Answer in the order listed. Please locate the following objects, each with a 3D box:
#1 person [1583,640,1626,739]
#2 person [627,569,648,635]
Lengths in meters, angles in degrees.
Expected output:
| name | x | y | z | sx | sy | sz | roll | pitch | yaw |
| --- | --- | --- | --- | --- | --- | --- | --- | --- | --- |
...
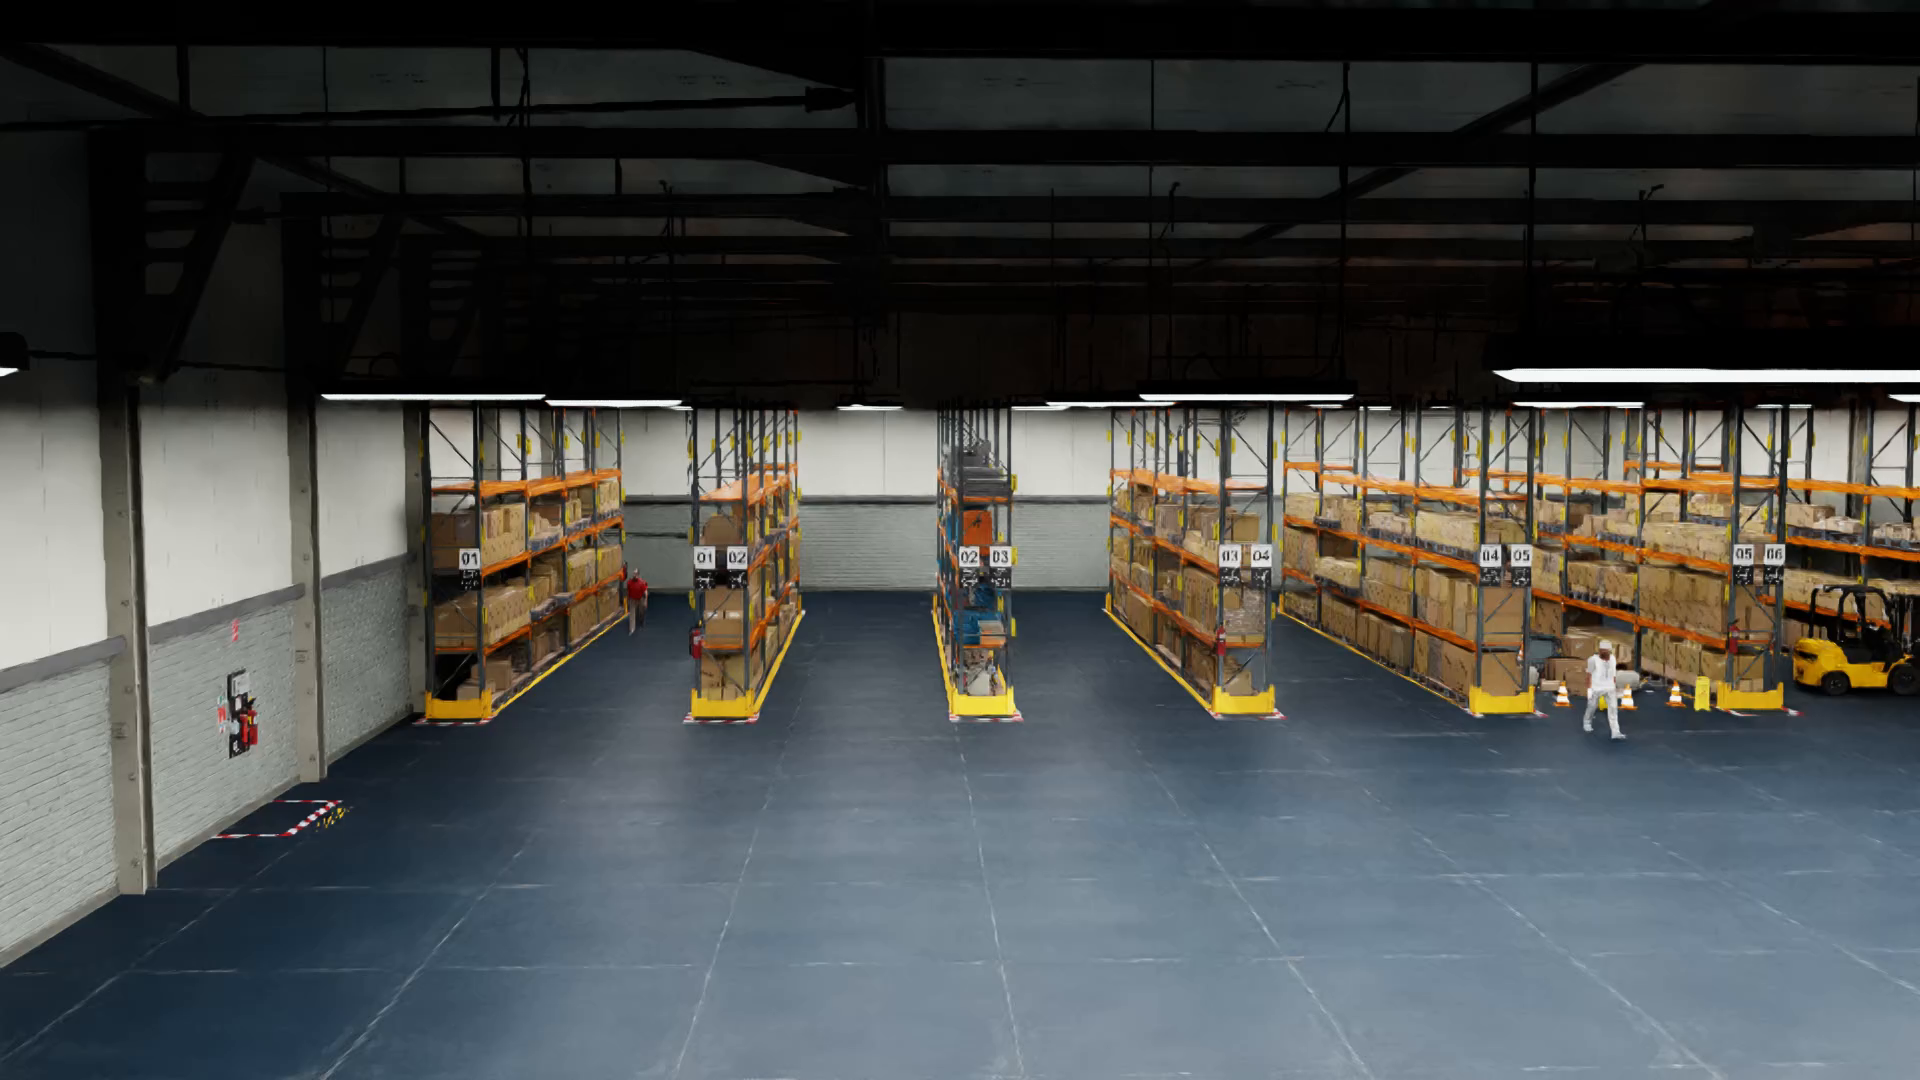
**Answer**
| name | x | y | z | sx | sy | sz | roll | pitch | yaw |
| --- | --- | --- | --- | --- | --- | --- | --- | --- | --- |
| person | 11.297 | 2.601 | 29.233 | 0.566 | 1.704 | 1.122 | 0 | 4 | 0 |
| person | -8.297 | 1.580 | 42.787 | 0.554 | 1.669 | 1.036 | 0 | 4 | -4 |
